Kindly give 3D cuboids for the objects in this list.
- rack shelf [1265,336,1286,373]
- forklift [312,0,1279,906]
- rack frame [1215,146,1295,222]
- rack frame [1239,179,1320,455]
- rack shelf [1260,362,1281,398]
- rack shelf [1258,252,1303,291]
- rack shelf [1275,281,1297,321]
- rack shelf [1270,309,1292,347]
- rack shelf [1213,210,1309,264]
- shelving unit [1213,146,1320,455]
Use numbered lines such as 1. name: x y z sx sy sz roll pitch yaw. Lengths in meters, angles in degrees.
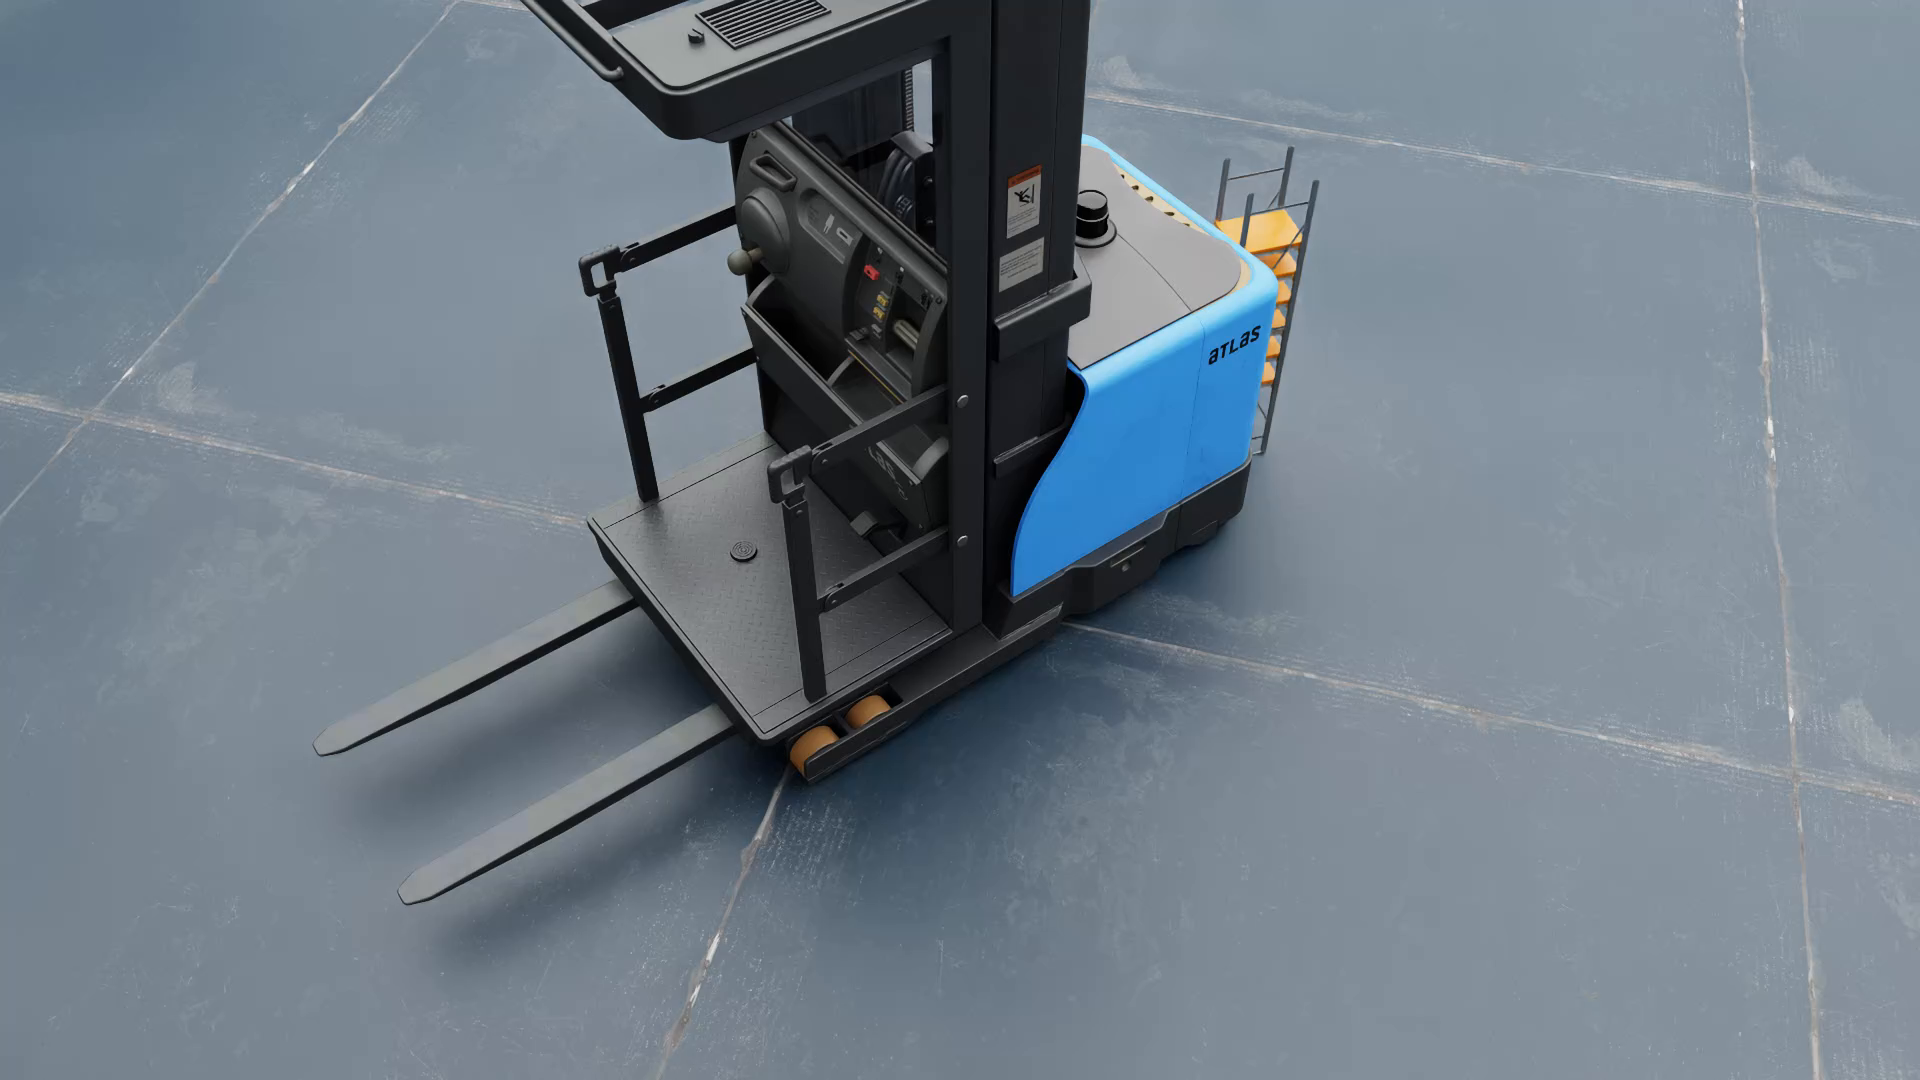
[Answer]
1. rack shelf: 0.967 -0.647 5.739 0.258 0.103 0.180 -13 50 -11
2. forklift: -0.503 -0.693 4.406 3.031 2.935 1.130 -29 55 -23
3. rack frame: 0.940 -0.821 5.673 0.240 1.200 0.006 -13 50 -11
4. rack frame: 0.994 -0.689 5.558 0.240 1.200 0.006 -13 50 -11
5. rack shelf: 0.966 -0.568 5.830 0.258 0.103 0.180 -13 50 -11
6. rack shelf: 0.967 -0.884 5.468 0.258 0.103 0.180 -13 50 -11
7. rack shelf: 0.967 -0.805 5.559 0.258 0.103 0.180 -13 50 -11
8. rack shelf: 0.967 -0.726 5.649 0.258 0.103 0.180 -13 50 -11
9. rack shelf: 0.967 -0.963 5.378 0.258 0.103 0.180 -13 50 -11
10. shelving unit: 0.967 -0.755 5.616 0.258 1.200 0.189 -13 50 -11
